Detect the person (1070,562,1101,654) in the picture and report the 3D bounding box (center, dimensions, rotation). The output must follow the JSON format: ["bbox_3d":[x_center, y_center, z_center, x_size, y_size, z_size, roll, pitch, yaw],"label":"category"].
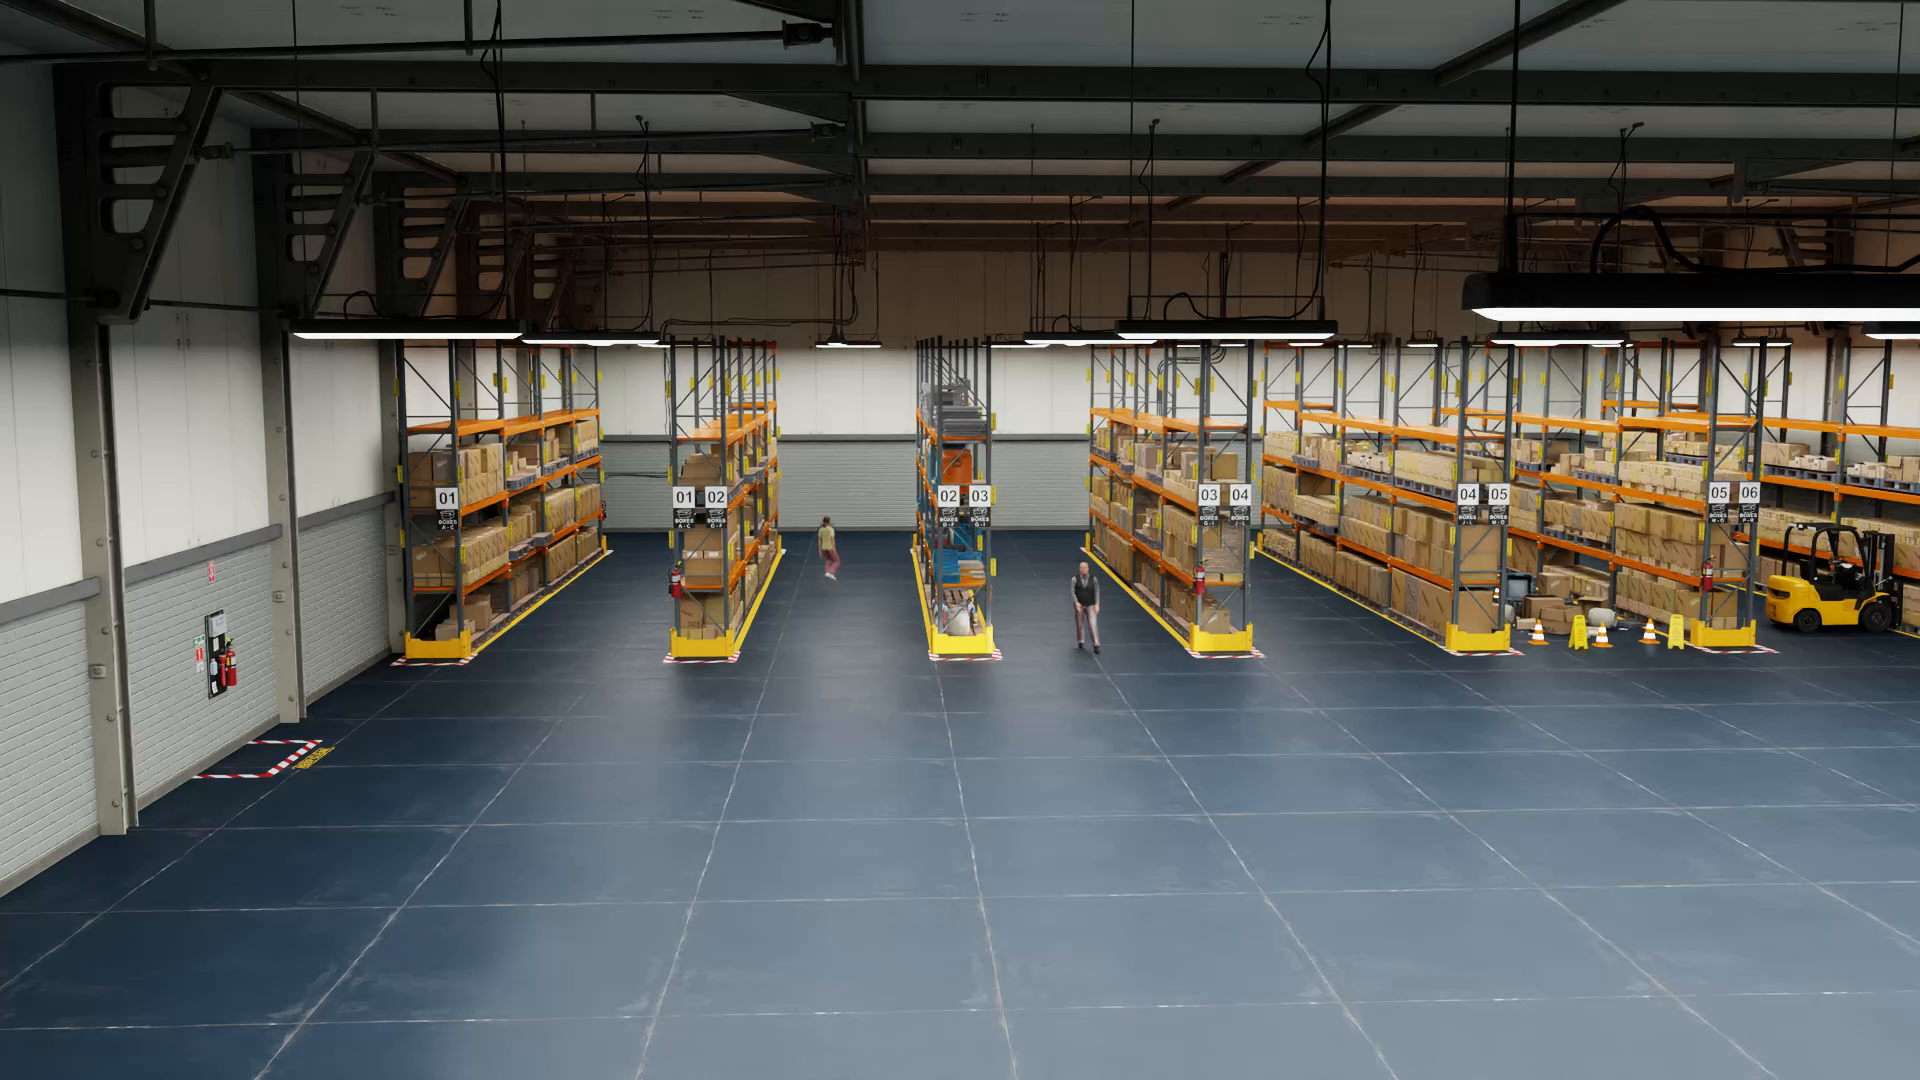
[{"bbox_3d":[2.414,1.273,31.756,0.622,1.690,0.844,1,7,9],"label":"person"}]

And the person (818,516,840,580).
[{"bbox_3d":[-3.189,0.188,40.233,0.493,1.540,0.612,3,7,22],"label":"person"}]
